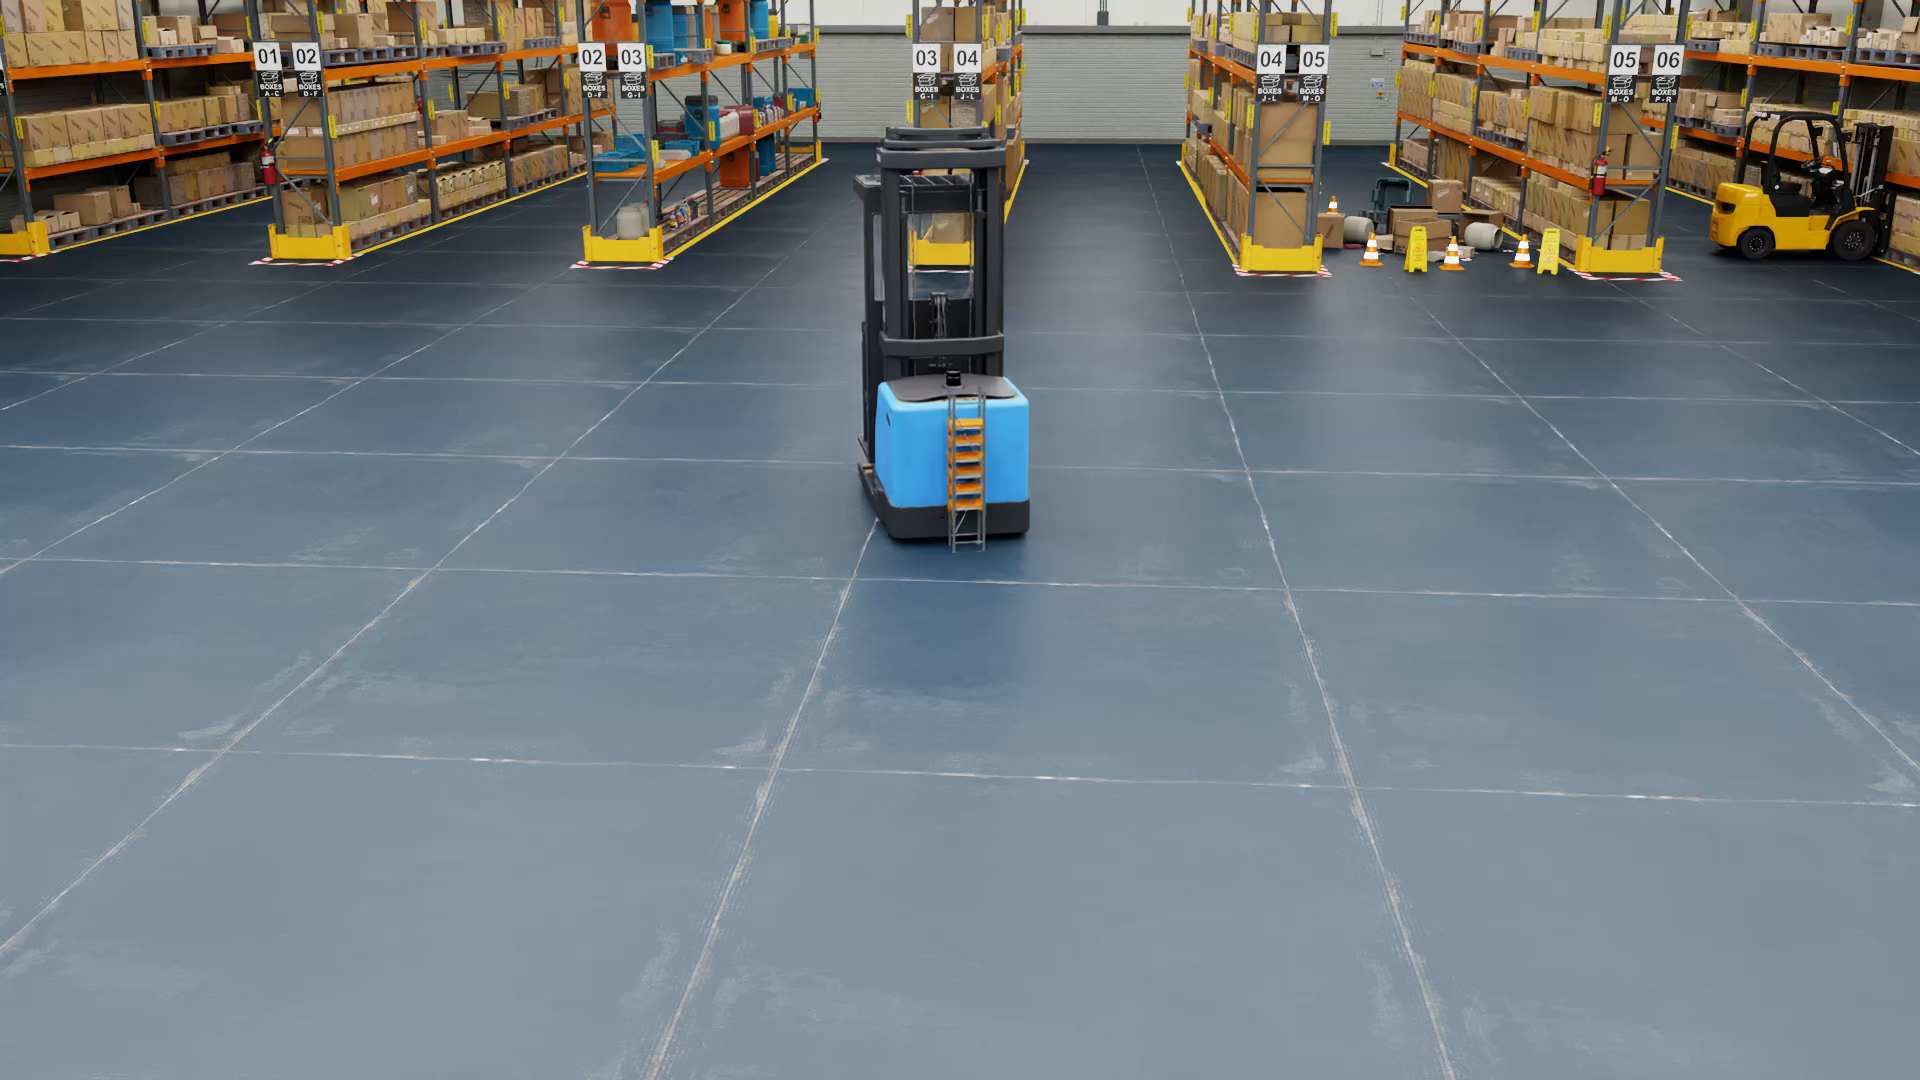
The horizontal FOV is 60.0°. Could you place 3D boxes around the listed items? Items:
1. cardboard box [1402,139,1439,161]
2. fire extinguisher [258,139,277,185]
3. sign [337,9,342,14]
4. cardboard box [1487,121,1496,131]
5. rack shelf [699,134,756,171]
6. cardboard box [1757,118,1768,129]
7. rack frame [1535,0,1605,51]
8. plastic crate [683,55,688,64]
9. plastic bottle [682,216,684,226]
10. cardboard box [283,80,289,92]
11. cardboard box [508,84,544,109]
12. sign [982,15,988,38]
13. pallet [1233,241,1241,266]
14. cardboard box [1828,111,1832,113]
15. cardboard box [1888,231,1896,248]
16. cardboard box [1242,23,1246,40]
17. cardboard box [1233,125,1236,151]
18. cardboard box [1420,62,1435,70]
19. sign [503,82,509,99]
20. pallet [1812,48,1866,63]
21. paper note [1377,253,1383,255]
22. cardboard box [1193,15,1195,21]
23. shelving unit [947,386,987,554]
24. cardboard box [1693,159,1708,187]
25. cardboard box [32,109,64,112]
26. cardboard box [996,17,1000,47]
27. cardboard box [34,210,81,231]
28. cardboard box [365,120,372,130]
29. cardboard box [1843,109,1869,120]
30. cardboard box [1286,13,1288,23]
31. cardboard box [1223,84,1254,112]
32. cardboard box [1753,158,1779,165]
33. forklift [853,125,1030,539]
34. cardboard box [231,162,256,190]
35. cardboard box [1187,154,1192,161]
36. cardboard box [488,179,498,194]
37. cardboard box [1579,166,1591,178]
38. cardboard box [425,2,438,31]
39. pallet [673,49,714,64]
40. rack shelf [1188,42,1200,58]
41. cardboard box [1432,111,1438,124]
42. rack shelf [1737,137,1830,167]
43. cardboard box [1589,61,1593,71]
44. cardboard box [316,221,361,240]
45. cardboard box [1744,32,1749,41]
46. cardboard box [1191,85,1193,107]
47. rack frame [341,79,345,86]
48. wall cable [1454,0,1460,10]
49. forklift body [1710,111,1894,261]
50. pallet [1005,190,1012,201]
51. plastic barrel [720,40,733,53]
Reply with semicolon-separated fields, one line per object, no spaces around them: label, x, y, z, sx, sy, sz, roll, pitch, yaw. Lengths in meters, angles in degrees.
cardboard box;10.900;-9.127;38.901;0.875;0.438;0.875;1;18;2
fire extinguisher;-10.536;-5.764;25.320;0.296;0.674;0.183;1;18;4
sign;-13.603;-11.475;36.472;0.100;0.325;0.005;1;18;4
cardboard box;9.906;-7.595;30.514;0.380;0.149;0.250;1;18;4
rack shelf;-4.694;-7.237;30.846;1.077;0.370;4.000;1;18;4
cardboard box;14.913;-7.637;30.350;0.500;0.250;0.500;2;18;6
rack frame;9.987;-9.476;26.892;1.000;3.000;0.127;1;18;4
plastic crate;-4.549;-7.750;26.864;0.243;0.136;0.396;1;18;4
plastic bottle;-4.644;-5.319;27.625;0.097;0.201;0.097;0;18;0
cardboard box;-14.105;-9.278;34.045;0.500;0.250;0.500;1;18;3
cardboard box;-9.461;-9.659;36.247;0.700;0.500;0.500;-5;19;-15
sign;0.357;-7.433;24.070;0.100;0.325;0.005;1;18;4
pallet;4.736;-4.387;25.473;1.003;0.211;1.213;1;18;4
cardboard box;15.322;-7.371;28.898;0.380;0.149;0.250;1;18;3
cardboard box;14.460;-4.629;25.474;0.500;0.250;0.500;1;18;5
cardboard box;4.623;-7.831;25.616;0.500;0.250;0.500;1;18;4
cardboard box;5.028;-6.661;27.693;0.875;0.550;0.550;1;18;4
cardboard box;10.423;-10.516;36.891;0.380;0.149;0.250;1;18;4
sign;-8.937;-8.850;32.756;0.100;0.325;0.005;1;18;4
pallet;14.989;-8.125;27.891;0.805;0.209;1.217;1;18;2
paper note;6.559;-4.487;26.070;0.144;0.017;0.142;8;20;23
cardboard box;5.506;-11.880;37.843;0.380;0.149;0.250;2;18;5
shelving unit;0.049;-0.504;12.034;0.258;1.200;0.189;-3;18;-10
cardboard box;15.141;-7.386;33.485;0.500;0.500;0.500;1;18;2
cardboard box;-15.069;-6.855;27.531;0.500;0.500;0.500;2;18;5
cardboard box;0.302;-8.957;29.284;0.797;0.503;0.637;2;18;6
cardboard box;-14.825;-5.257;27.262;0.500;0.311;0.500;3;18;8
cardboard box;-9.731;-6.700;26.850;0.380;0.149;0.250;1;18;3
cardboard box;14.620;-6.921;27.046;0.380;0.149;0.250;2;18;5
cardboard box;5.226;-8.044;25.626;0.380;0.149;0.250;2;18;5
cardboard box;5.253;-8.173;30.783;0.700;0.500;0.500;1;18;3
cardboard box;15.619;-7.315;32.228;0.380;0.149;0.250;2;18;6
forklift;-0.243;-1.821;13.274;1.130;2.935;3.031;-3;18;-10
cardboard box;-14.432;-7.217;32.939;0.700;0.500;0.500;2;18;5
cardboard box;5.471;-8.883;38.621;0.380;0.149;0.250;2;18;5
cardboard box;-9.319;-6.875;32.329;0.500;0.250;0.500;1;18;3
cardboard box;9.422;-5.466;24.690;0.380;0.149;0.250;1;18;3
cardboard box;-9.676;-9.347;29.677;0.500;0.500;0.500;3;18;9
pallet;-4.792;-8.067;27.710;1.213;0.211;1.003;1;18;4
rack shelf;5.760;-10.894;37.191;1.077;0.370;4.000;1;18;4
cardboard box;10.266;-8.908;35.033;0.500;0.250;0.500;1;18;3
rack shelf;15.082;-6.795;29.499;1.077;0.370;4.000;1;18;4
cardboard box;9.485;-6.966;24.452;0.380;0.149;0.250;2;18;6
cardboard box;-9.804;-4.881;26.244;0.500;0.250;0.500;1;18;4
cardboard box;15.049;-9.497;31.374;0.380;0.149;0.250;1;18;3
cardboard box;5.504;-10.010;37.517;0.500;0.500;0.500;1;18;2
rack frame;-14.145;-9.663;37.096;1.000;3.000;0.127;1;18;4
wall cable;14.500;-14.903;43.391;2.988;3.039;0.133;1;18;4
forklift body;12.968;-5.500;25.754;2.313;2.155;1.214;1;18;4
pallet;0.521;-7.007;33.469;1.003;0.211;1.213;1;18;4
plastic barrel;-4.517;-9.473;31.949;0.294;0.245;0.294;0;18;0
